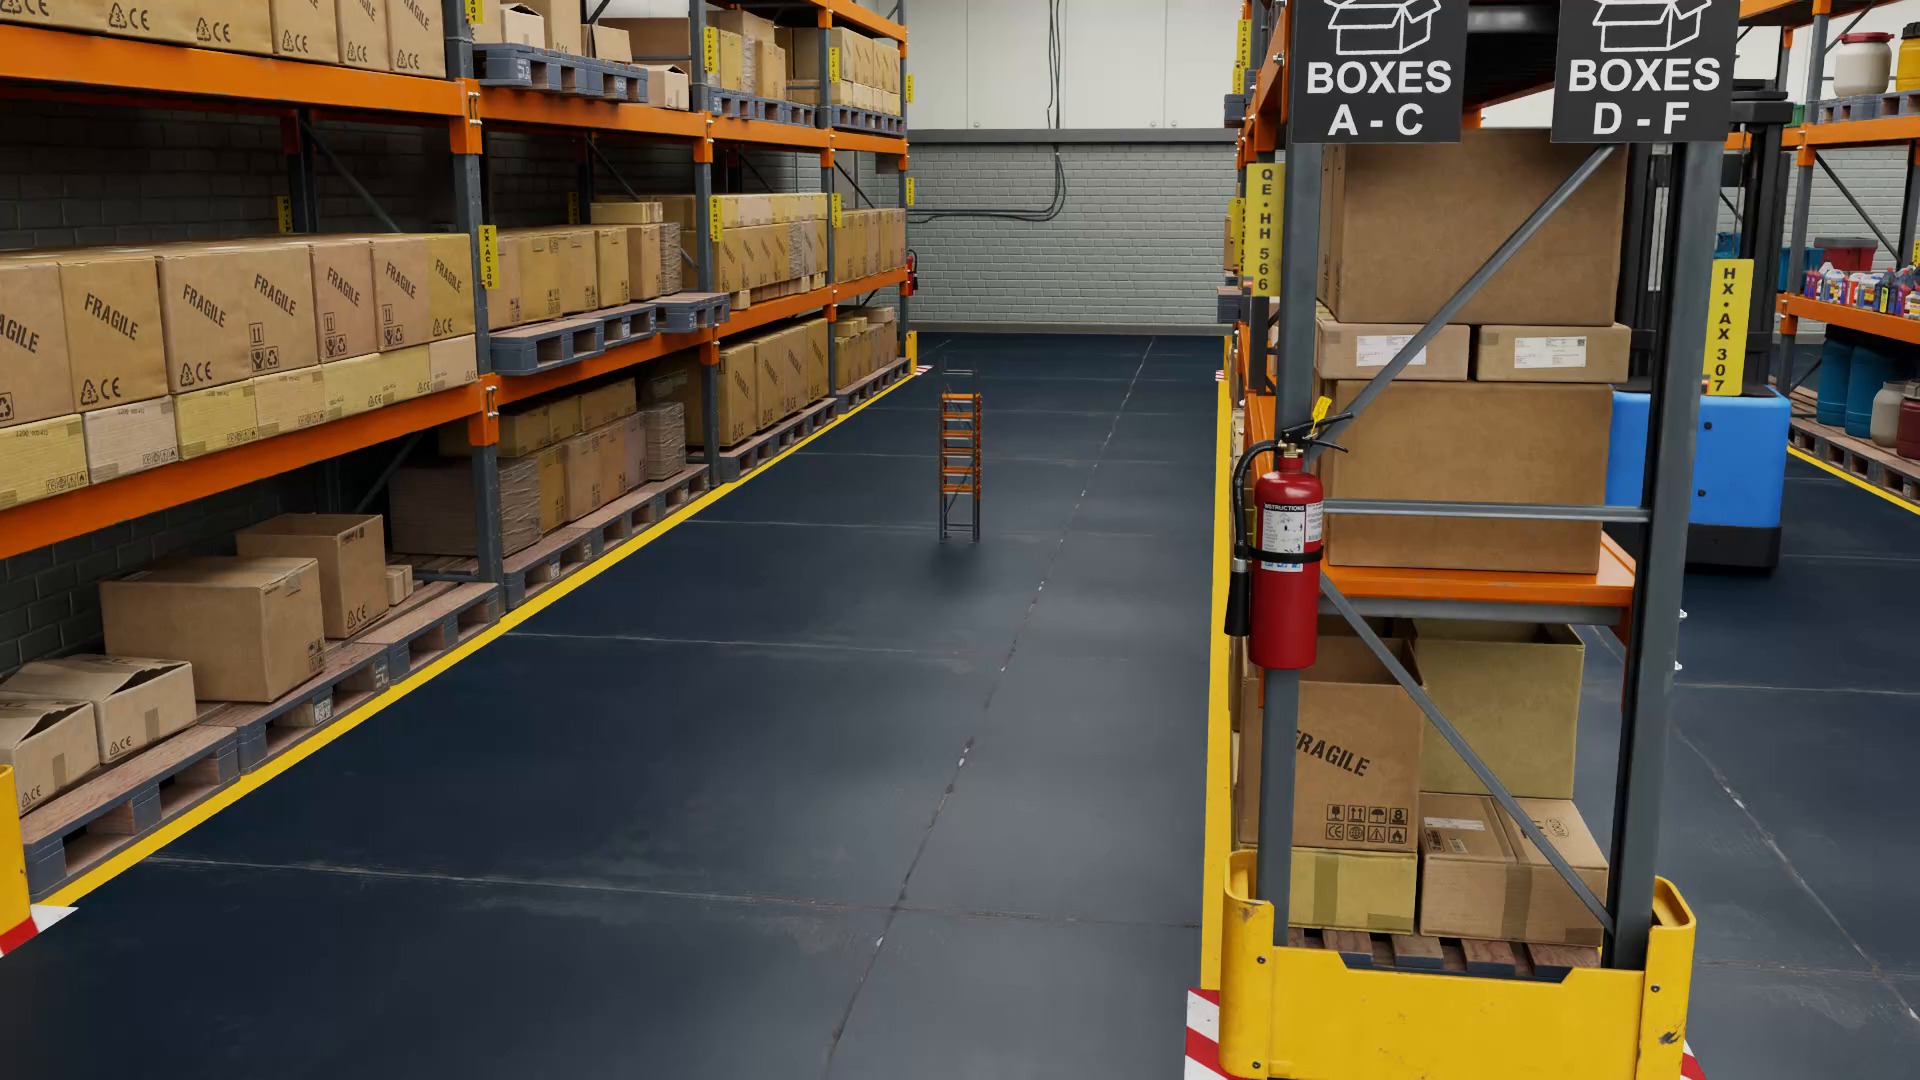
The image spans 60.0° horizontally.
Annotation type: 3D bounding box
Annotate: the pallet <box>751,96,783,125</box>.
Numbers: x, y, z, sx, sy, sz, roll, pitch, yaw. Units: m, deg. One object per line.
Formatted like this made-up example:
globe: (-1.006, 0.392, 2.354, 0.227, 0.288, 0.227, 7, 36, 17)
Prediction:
pallet: (-2.155, -3.636, 14.074, 1.003, 0.211, 1.213, 2, 12, 11)

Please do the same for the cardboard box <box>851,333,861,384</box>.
cardboard box: (-1.459, -1.966, 17.934, 0.700, 0.500, 0.500, 2, 12, 8)

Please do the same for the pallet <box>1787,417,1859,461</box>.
pallet: (7.874, -0.883, 14.589, 1.003, 0.211, 1.213, 2, 12, 9)

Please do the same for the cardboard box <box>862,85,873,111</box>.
cardboard box: (-1.225, -4.721, 17.783, 0.500, 0.250, 0.500, 2, 12, 7)

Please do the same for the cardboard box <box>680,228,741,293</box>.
cardboard box: (-2.043, -2.190, 13.047, 0.500, 0.500, 0.500, 2, 12, 10)

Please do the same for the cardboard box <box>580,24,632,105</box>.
cardboard box: (-2.662, -3.153, 11.093, 0.797, 0.503, 0.637, 4, 13, 17)

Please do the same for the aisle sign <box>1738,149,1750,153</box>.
aisle sign: (8.949, -4.514, 18.649, 0.394, 0.787, 0.004, 2, 12, 9)

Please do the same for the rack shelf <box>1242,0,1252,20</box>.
rack shelf: (2.832, -4.536, 13.336, 1.077, 0.370, 4.000, 2, 12, 9)

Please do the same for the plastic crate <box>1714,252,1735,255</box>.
plastic crate: (8.184, -3.008, 18.084, 0.416, 0.233, 0.300, 2, 12, 9)

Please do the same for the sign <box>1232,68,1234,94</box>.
sign: (3.219, -5.310, 19.319, 0.100, 0.325, 0.005, 2, 12, 9)

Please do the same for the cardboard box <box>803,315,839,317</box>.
cardboard box: (-1.560, -2.426, 18.528, 0.380, 0.149, 0.250, 2, 12, 8)

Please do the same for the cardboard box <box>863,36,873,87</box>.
cardboard box: (-1.225, -5.090, 17.711, 0.500, 0.500, 0.500, 2, 12, 9)

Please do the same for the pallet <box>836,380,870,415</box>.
pallet: (-1.561, -1.519, 17.540, 1.003, 0.211, 1.213, 2, 12, 9)

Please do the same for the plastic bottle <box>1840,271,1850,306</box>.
plastic bottle: (7.419, -2.101, 13.898, 0.061, 0.283, 0.133, 2, 12, 9)

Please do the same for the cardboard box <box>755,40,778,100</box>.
cardboard box: (-2.021, -4.159, 14.770, 0.700, 0.500, 0.500, 2, 12, 8)

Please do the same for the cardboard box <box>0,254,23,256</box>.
cardboard box: (-3.651, -0.741, 5.839, 0.500, 0.500, 0.500, 2, 12, 9)

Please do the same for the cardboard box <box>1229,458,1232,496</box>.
cardboard box: (2.077, -0.391, 11.217, 0.500, 0.250, 0.500, 2, 12, 7)

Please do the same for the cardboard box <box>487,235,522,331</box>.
cardboard box: (-2.874, -1.430, 9.226, 0.700, 0.500, 0.500, 2, 12, 9)

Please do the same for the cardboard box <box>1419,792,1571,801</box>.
cardboard box: (1.670, 0.862, 5.405, 0.500, 0.250, 0.500, 2, 12, 9)

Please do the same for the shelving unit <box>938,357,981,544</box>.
shelving unit: (-0.002, -0.584, 10.853, 0.258, 1.200, 0.189, 2, 12, 9)

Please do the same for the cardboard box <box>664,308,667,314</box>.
cardboard box: (-2.091, -1.842, 12.967, 0.380, 0.149, 0.250, 2, 12, 8)

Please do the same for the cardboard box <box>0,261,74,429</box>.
cardboard box: (-3.231, -0.621, 5.283, 0.500, 0.500, 0.500, 2, 12, 9)

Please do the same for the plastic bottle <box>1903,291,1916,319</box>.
plastic bottle: (7.235, -1.787, 12.636, 0.097, 0.201, 0.097, 0, 12, 0)

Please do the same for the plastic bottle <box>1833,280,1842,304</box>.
plastic bottle: (7.470, -2.104, 14.110, 0.097, 0.201, 0.097, 0, 12, 0)

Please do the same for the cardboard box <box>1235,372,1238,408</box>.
cardboard box: (2.591, -1.146, 14.082, 0.500, 0.500, 0.500, 1, 12, 7)

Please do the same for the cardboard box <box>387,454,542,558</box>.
cardboard box: (-2.889, -0.208, 9.727, 0.700, 0.500, 0.500, 2, 12, 11)

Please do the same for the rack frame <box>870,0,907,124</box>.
rack frame: (-1.140, -6.492, 19.755, 1.000, 3.000, 0.127, 2, 12, 9)

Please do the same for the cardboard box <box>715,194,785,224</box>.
cardboard box: (-1.819, -2.873, 14.434, 0.500, 0.250, 0.500, 2, 12, 7)

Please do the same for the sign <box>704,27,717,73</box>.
sign: (-1.835, -3.595, 12.206, 0.100, 0.325, 0.005, 2, 12, 9)

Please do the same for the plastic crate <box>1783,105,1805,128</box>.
plastic crate: (7.800, -3.866, 15.195, 0.450, 0.188, 0.662, 2, 12, 9)

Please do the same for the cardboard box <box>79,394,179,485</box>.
cardboard box: (-3.147, -0.365, 5.874, 0.500, 0.250, 0.500, 1, 12, 7)

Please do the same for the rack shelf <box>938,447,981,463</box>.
rack shelf: (-0.002, -0.540, 10.862, 0.258, 0.103, 0.180, 2, 12, 9)

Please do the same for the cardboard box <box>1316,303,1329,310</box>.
cardboard box: (1.243, -0.628, 5.010, 0.380, 0.149, 0.250, 2, 12, 8)

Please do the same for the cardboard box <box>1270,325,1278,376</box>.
cardboard box: (1.863, -1.024, 8.946, 0.396, 0.266, 0.258, 2, 12, 7)

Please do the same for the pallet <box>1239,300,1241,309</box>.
pallet: (2.819, -2.045, 13.818, 1.003, 0.211, 1.213, 2, 12, 9)

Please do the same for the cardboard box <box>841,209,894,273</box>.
cardboard box: (-1.310, -3.447, 19.157, 0.980, 0.700, 0.700, 2, 12, 8)

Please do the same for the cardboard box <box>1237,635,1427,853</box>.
cardboard box: (1.083, 0.582, 4.920, 0.500, 0.500, 0.500, 2, 12, 9)

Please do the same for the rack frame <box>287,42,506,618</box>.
rack frame: (-2.986, -1.061, 8.796, 1.000, 3.000, 0.127, 2, 12, 9)

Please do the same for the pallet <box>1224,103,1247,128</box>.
pallet: (2.970, -3.807, 14.867, 1.213, 0.211, 1.003, 2, 12, 9)

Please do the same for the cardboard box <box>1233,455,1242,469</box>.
cardboard box: (1.841, -0.342, 9.661, 0.500, 0.311, 0.500, 2, 12, 8)

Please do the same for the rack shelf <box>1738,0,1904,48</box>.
rack shelf: (8.341, -5.207, 16.452, 1.077, 0.370, 4.000, 2, 12, 9)

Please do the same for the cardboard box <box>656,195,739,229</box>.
cardboard box: (-2.042, -2.556, 12.964, 0.500, 0.250, 0.500, 2, 12, 10)

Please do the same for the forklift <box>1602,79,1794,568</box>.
forklift: (4.815, -1.531, 11.140, 1.130, 2.935, 3.031, 4, 13, 17)

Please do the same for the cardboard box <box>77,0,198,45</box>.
cardboard box: (-3.109, -2.034, 5.905, 0.500, 0.500, 0.500, 2, 12, 11)

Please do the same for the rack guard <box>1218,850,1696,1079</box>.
rack guard: (1.291, 1.158, 4.431, 1.175, 0.500, 0.348, 2, 12, 9)

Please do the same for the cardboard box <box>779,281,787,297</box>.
cardboard box: (-1.766, -2.271, 14.958, 0.380, 0.149, 0.250, 2, 12, 7)

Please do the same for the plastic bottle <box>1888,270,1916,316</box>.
plastic bottle: (7.301, -1.916, 12.882, 0.144, 0.351, 0.185, 2, 12, 9)

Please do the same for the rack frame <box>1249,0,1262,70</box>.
rack frame: (2.525, -4.667, 11.287, 1.000, 3.000, 0.127, 2, 12, 9)

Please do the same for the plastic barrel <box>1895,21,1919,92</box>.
plastic barrel: (8.094, -3.972, 13.742, 0.600, 0.588, 0.600, 0, 12, 0)

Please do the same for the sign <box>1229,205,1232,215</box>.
sign: (2.602, -3.006, 15.765, 0.100, 0.325, 0.005, 2, 12, 9)

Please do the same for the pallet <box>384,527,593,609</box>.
pallet: (-2.868, 0.140, 9.842, 1.003, 0.211, 1.213, 2, 12, 9)

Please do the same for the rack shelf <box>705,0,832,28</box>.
rack shelf: (-2.063, -4.695, 14.078, 1.077, 0.370, 4.000, 2, 12, 9)

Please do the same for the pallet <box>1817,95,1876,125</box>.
pallet: (8.010, -3.613, 13.966, 1.213, 0.211, 1.003, 2, 12, 9)
